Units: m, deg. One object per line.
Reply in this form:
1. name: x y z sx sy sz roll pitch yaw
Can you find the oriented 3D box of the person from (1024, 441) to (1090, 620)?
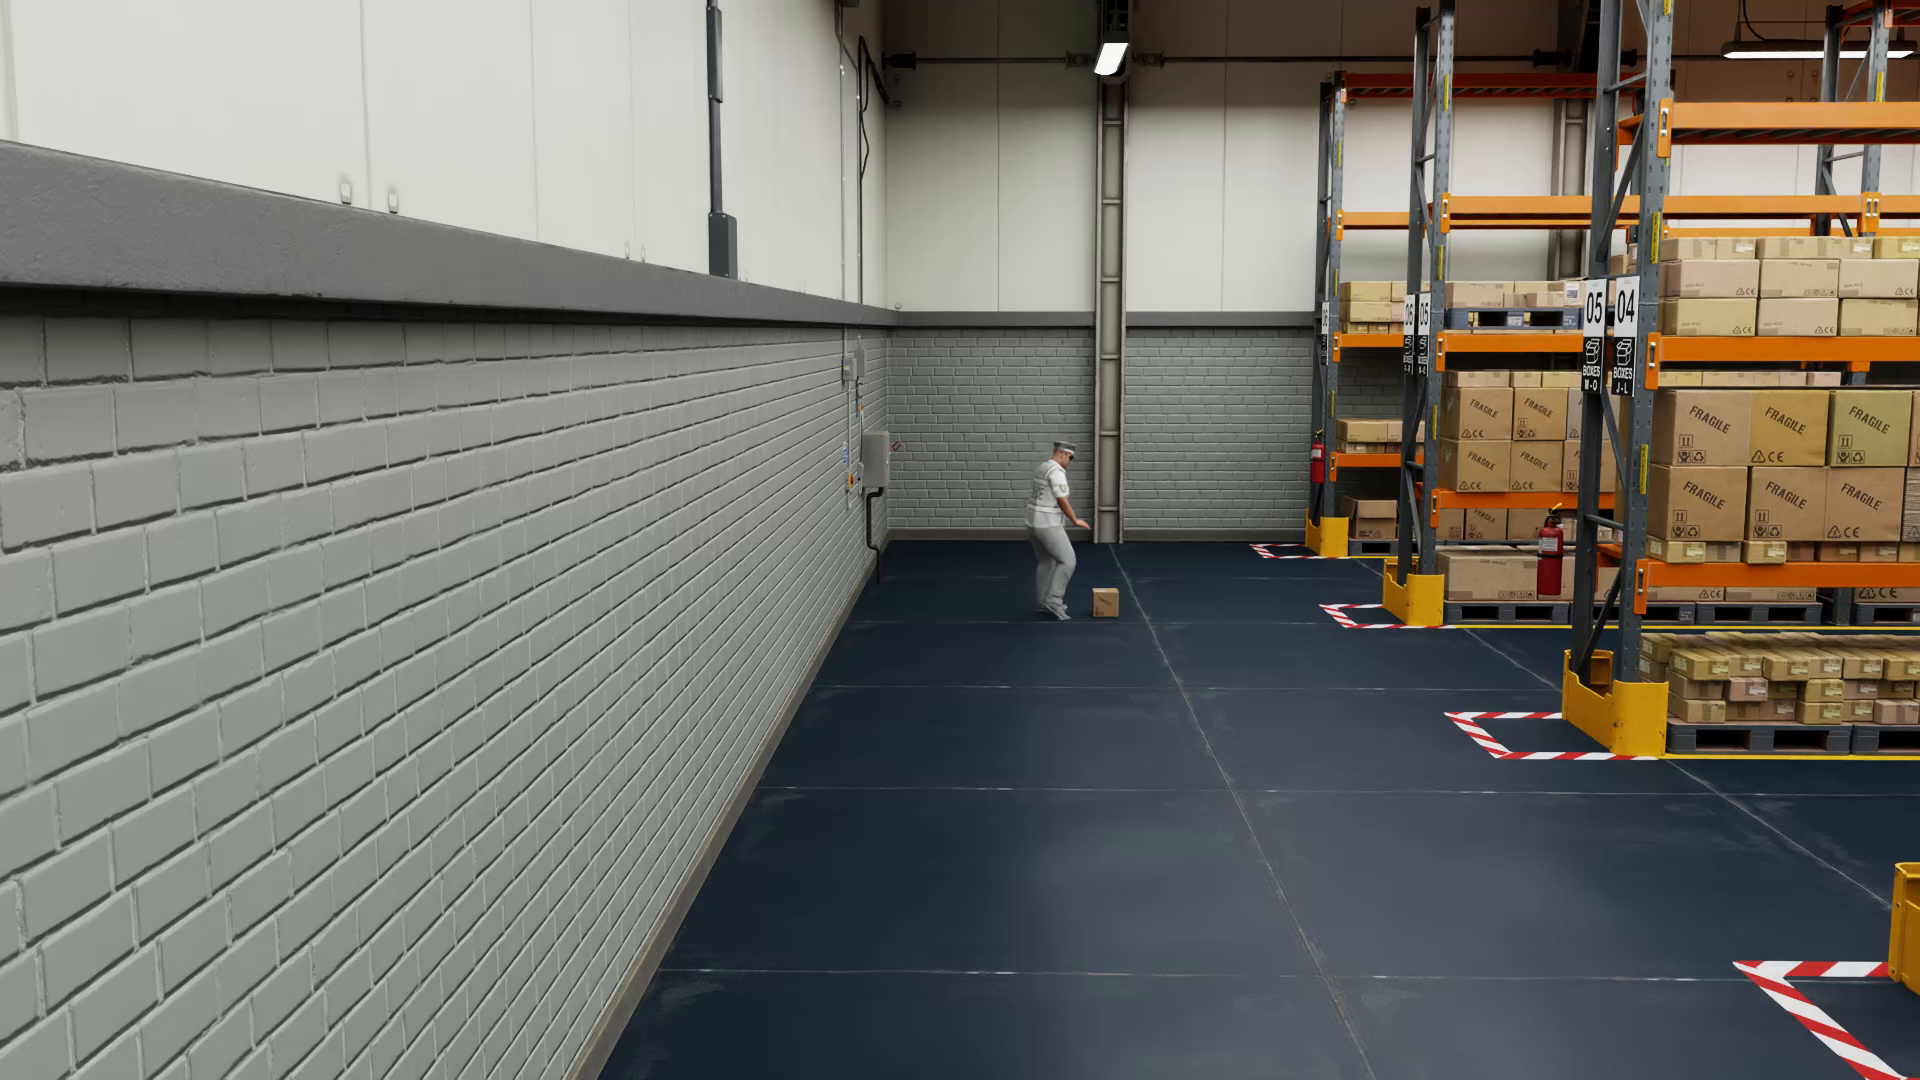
1. person: 0.963 -0.091 16.631 0.597 1.794 0.551 -2 8 -18
